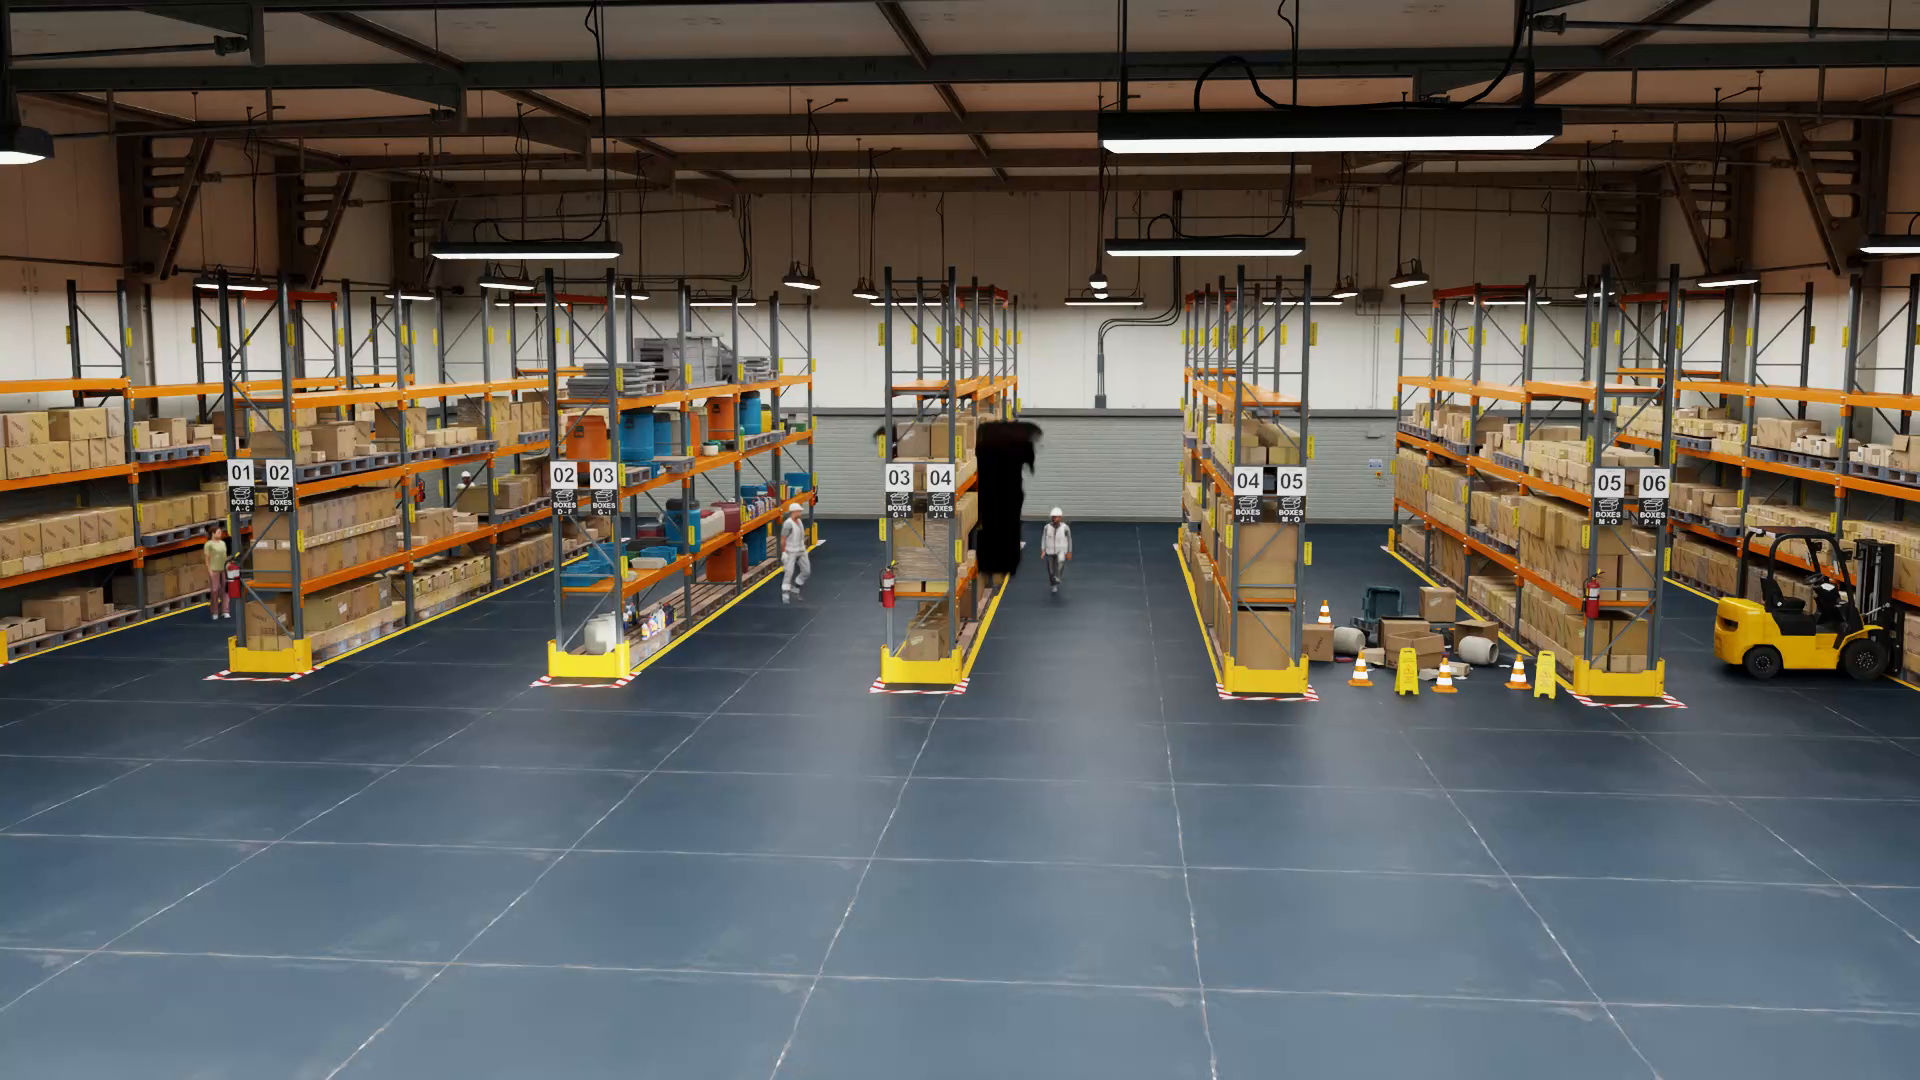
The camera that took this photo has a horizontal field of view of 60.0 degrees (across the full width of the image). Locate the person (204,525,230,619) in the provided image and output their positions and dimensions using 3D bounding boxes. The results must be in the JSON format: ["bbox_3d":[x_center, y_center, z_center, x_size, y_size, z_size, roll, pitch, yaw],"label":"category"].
[{"bbox_3d":[-13.298,0.582,29.872,0.460,1.714,0.481,6,9,40],"label":"person"}]

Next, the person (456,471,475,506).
[{"bbox_3d":[-11.871,-0.768,40.216,0.508,1.800,0.582,1,7,11],"label":"person"}]

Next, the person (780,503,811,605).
[{"bbox_3d":[-2.979,0.235,29.483,0.677,1.802,0.453,-7,10,-44],"label":"person"}]

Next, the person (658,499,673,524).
[{"bbox_3d":[-6.243,-0.117,35.914,0.562,1.588,0.648,1,7,8],"label":"person"}]

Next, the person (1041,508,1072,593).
[{"bbox_3d":[1.862,0.225,32.103,0.588,1.697,1.016,1,7,10],"label":"person"}]
